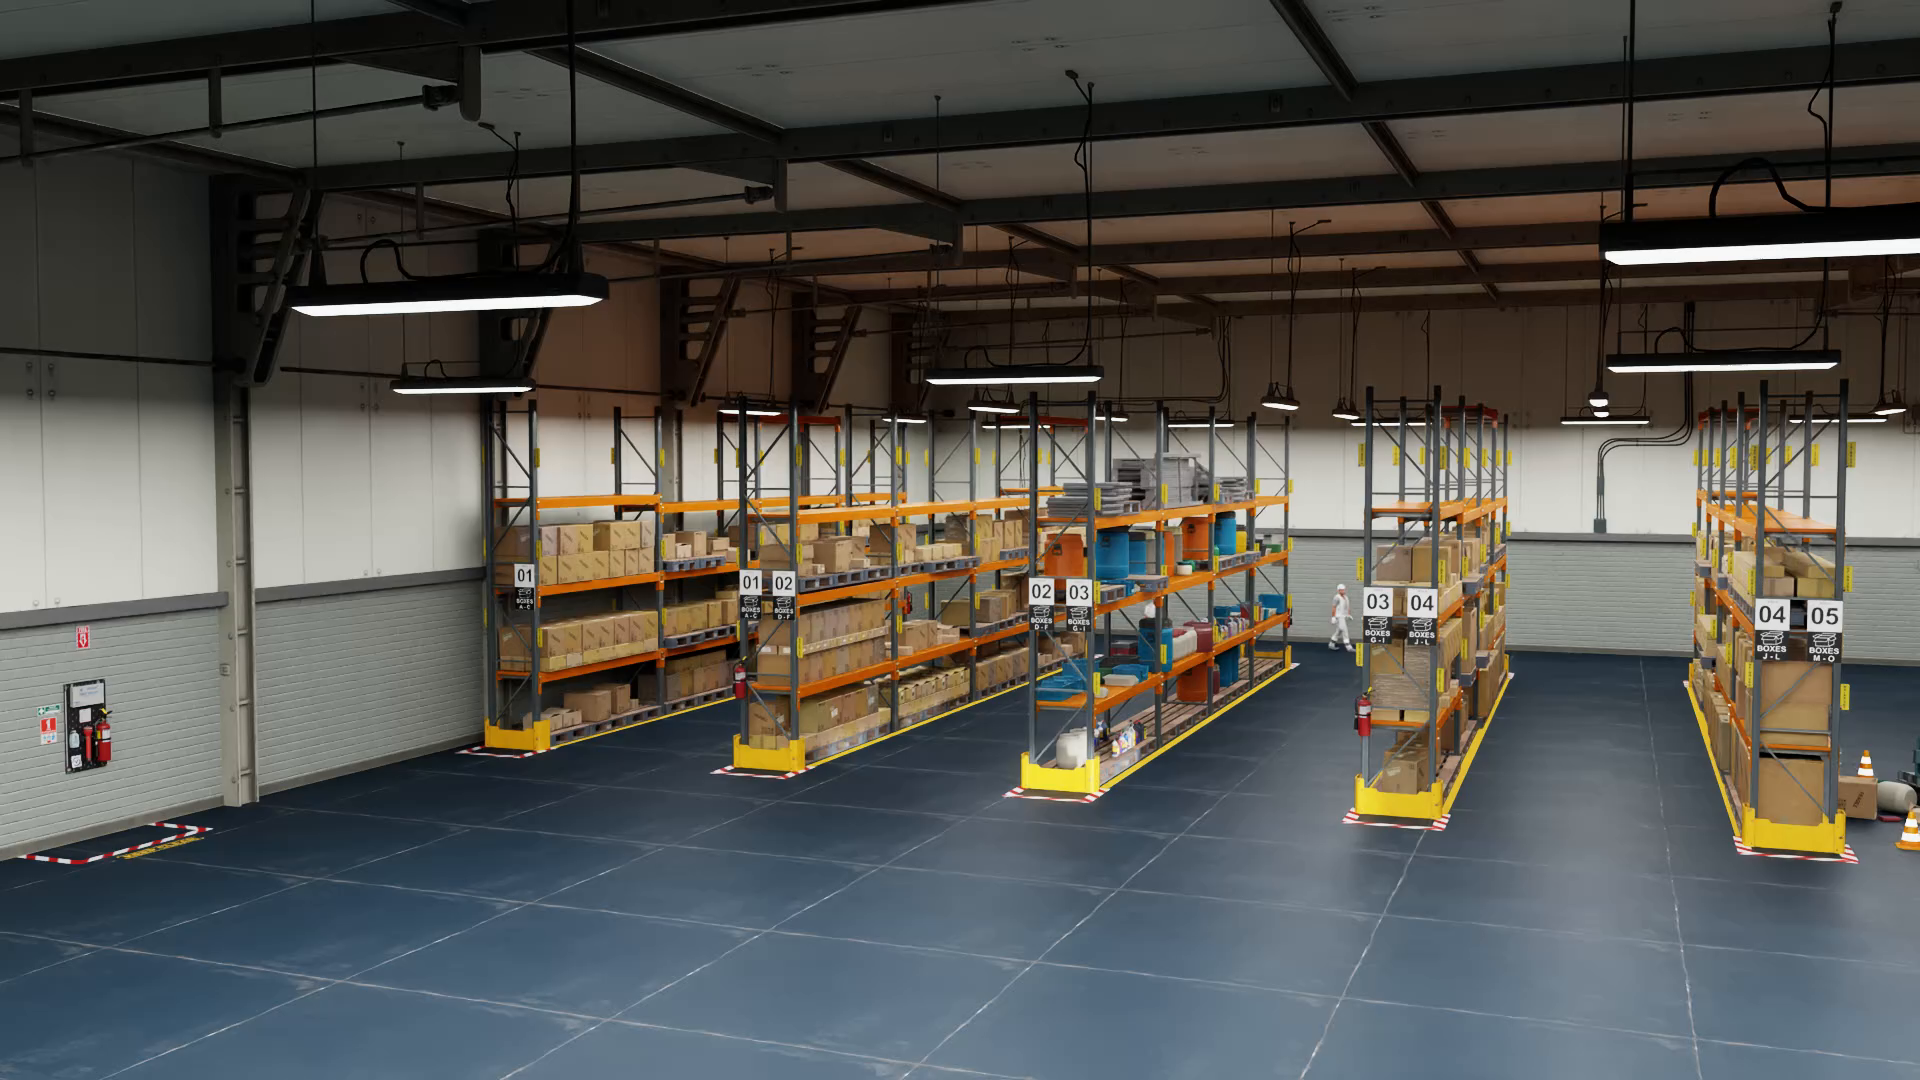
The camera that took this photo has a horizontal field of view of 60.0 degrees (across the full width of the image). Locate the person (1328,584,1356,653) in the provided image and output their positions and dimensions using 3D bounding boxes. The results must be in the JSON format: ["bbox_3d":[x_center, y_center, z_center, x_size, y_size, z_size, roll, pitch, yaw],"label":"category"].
[{"bbox_3d":[9.899,2.011,42.877,0.571,1.755,0.971,-3,4,-43],"label":"person"}]

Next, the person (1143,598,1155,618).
[{"bbox_3d":[4.774,2.128,40.692,0.599,1.710,1.099,1,3,19],"label":"person"}]

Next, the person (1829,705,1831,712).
[{"bbox_3d":[16.884,2.574,32.537,0.537,1.660,0.522,1,3,20],"label":"person"}]
